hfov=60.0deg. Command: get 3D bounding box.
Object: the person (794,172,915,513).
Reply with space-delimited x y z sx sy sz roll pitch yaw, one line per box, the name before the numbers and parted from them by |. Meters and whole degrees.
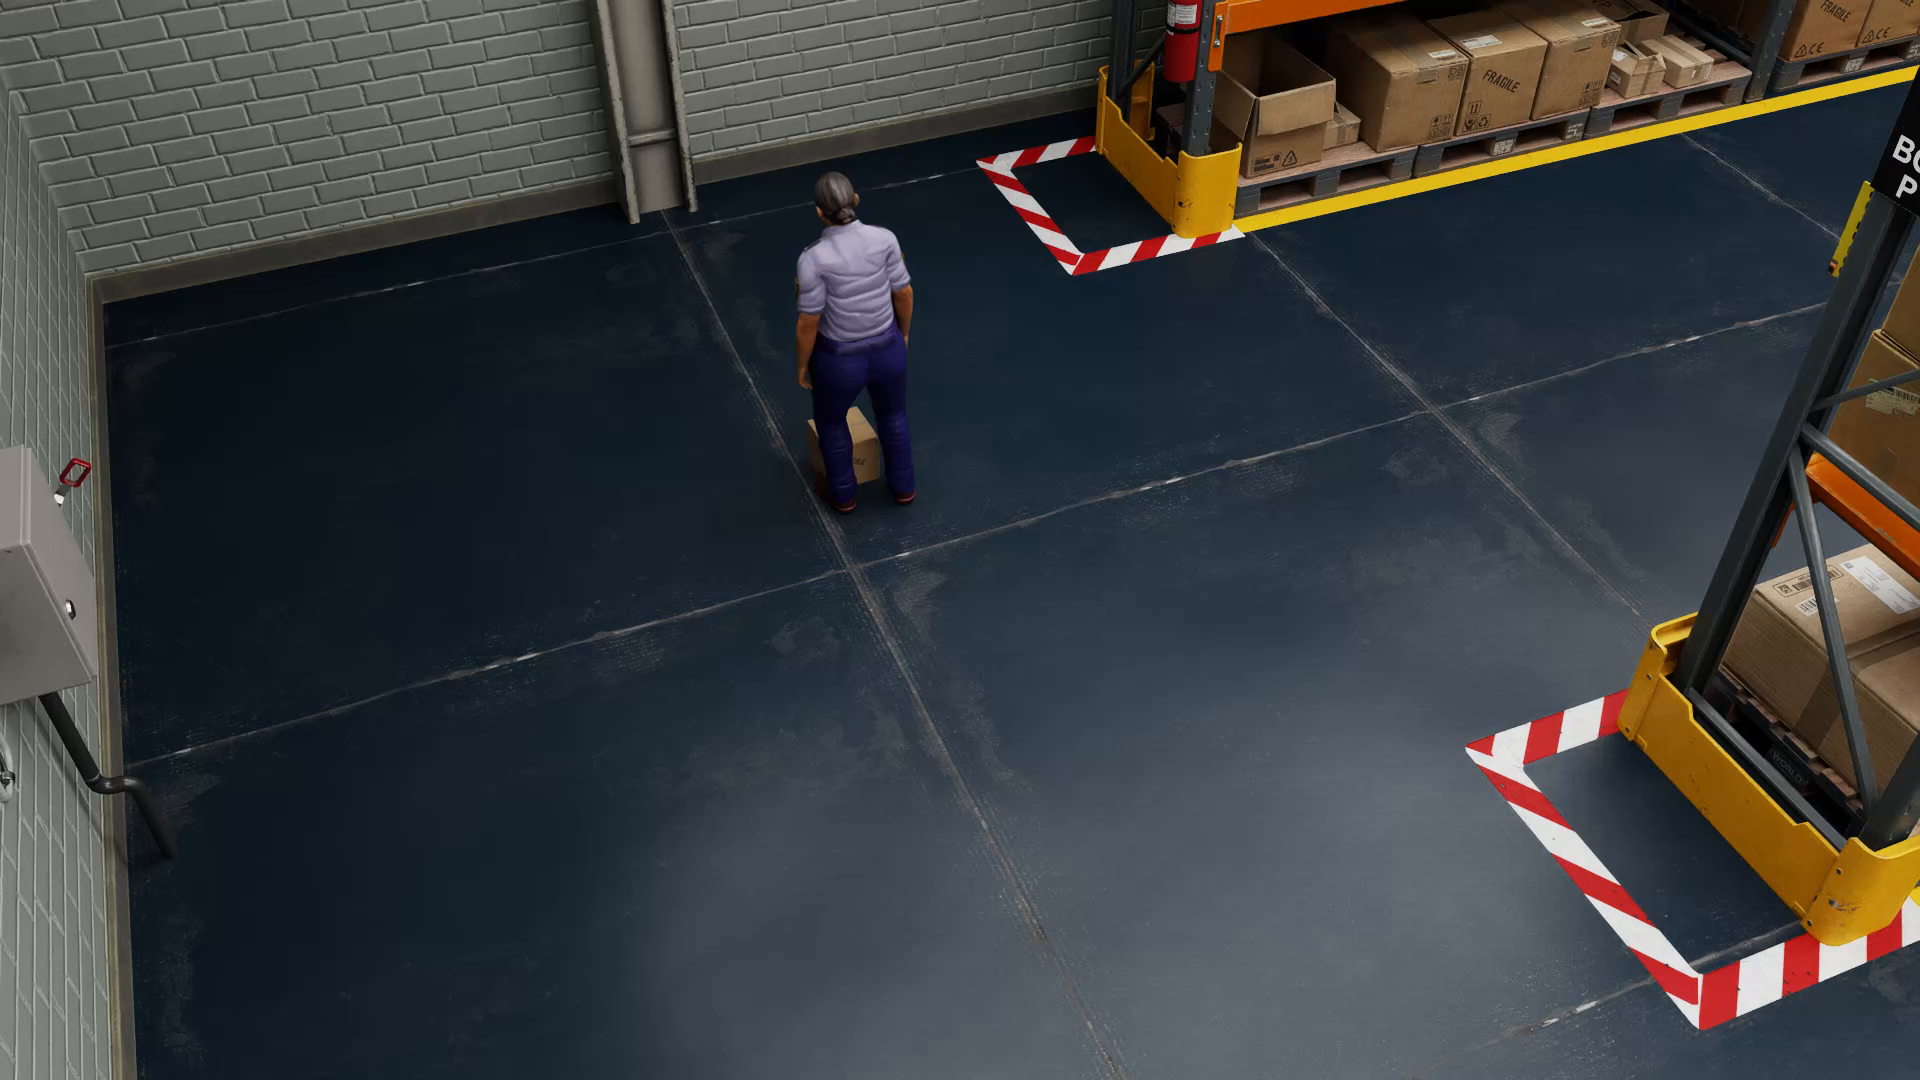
person | -0.446 -0.810 7.066 0.557 1.651 0.425 -18 45 -19
